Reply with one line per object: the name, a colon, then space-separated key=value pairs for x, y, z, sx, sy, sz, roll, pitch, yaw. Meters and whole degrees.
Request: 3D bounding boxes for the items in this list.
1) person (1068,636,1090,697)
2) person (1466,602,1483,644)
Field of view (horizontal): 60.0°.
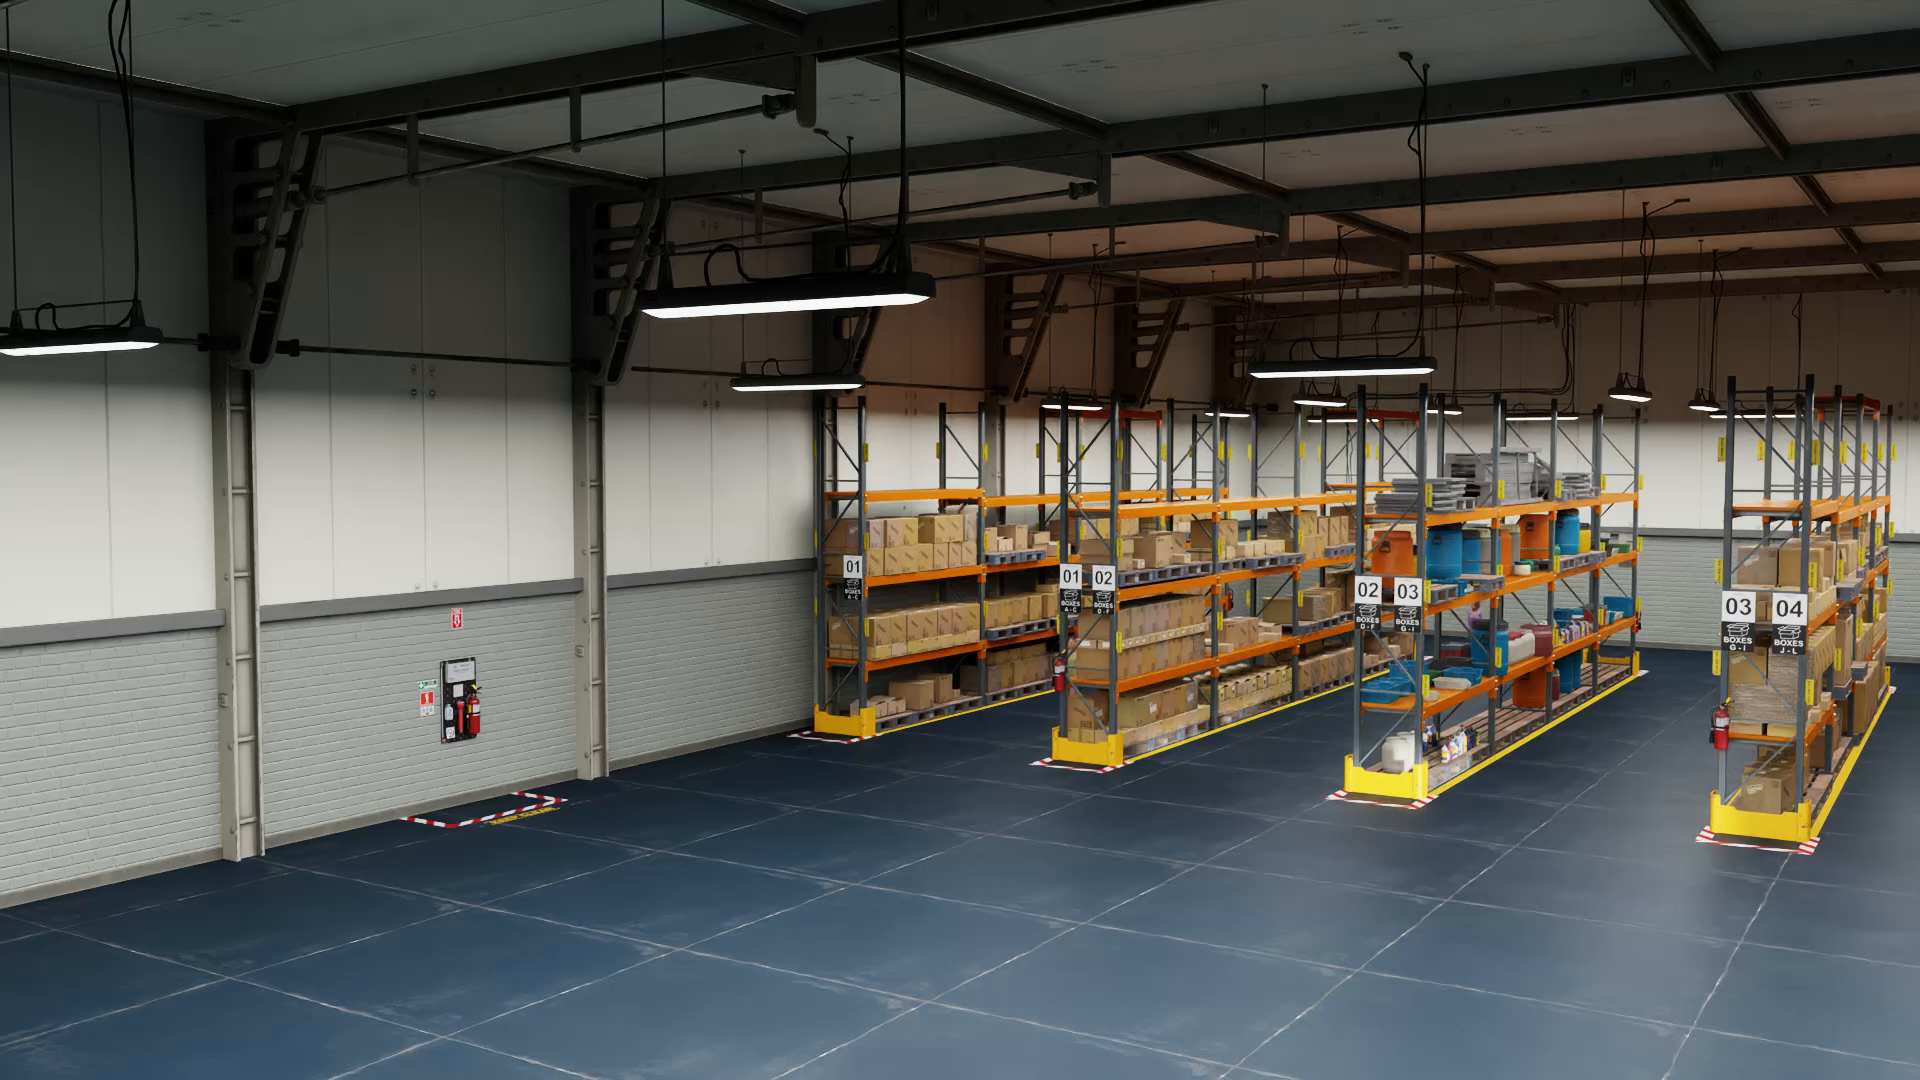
person: x=2.055 y=2.569 z=30.367 sx=0.890 sy=1.638 sz=0.478 roll=-2 pitch=4 yaw=-34
person: x=12.026 y=2.170 z=38.801 sx=0.410 sy=1.539 sz=0.972 roll=2 pitch=4 yaw=32
